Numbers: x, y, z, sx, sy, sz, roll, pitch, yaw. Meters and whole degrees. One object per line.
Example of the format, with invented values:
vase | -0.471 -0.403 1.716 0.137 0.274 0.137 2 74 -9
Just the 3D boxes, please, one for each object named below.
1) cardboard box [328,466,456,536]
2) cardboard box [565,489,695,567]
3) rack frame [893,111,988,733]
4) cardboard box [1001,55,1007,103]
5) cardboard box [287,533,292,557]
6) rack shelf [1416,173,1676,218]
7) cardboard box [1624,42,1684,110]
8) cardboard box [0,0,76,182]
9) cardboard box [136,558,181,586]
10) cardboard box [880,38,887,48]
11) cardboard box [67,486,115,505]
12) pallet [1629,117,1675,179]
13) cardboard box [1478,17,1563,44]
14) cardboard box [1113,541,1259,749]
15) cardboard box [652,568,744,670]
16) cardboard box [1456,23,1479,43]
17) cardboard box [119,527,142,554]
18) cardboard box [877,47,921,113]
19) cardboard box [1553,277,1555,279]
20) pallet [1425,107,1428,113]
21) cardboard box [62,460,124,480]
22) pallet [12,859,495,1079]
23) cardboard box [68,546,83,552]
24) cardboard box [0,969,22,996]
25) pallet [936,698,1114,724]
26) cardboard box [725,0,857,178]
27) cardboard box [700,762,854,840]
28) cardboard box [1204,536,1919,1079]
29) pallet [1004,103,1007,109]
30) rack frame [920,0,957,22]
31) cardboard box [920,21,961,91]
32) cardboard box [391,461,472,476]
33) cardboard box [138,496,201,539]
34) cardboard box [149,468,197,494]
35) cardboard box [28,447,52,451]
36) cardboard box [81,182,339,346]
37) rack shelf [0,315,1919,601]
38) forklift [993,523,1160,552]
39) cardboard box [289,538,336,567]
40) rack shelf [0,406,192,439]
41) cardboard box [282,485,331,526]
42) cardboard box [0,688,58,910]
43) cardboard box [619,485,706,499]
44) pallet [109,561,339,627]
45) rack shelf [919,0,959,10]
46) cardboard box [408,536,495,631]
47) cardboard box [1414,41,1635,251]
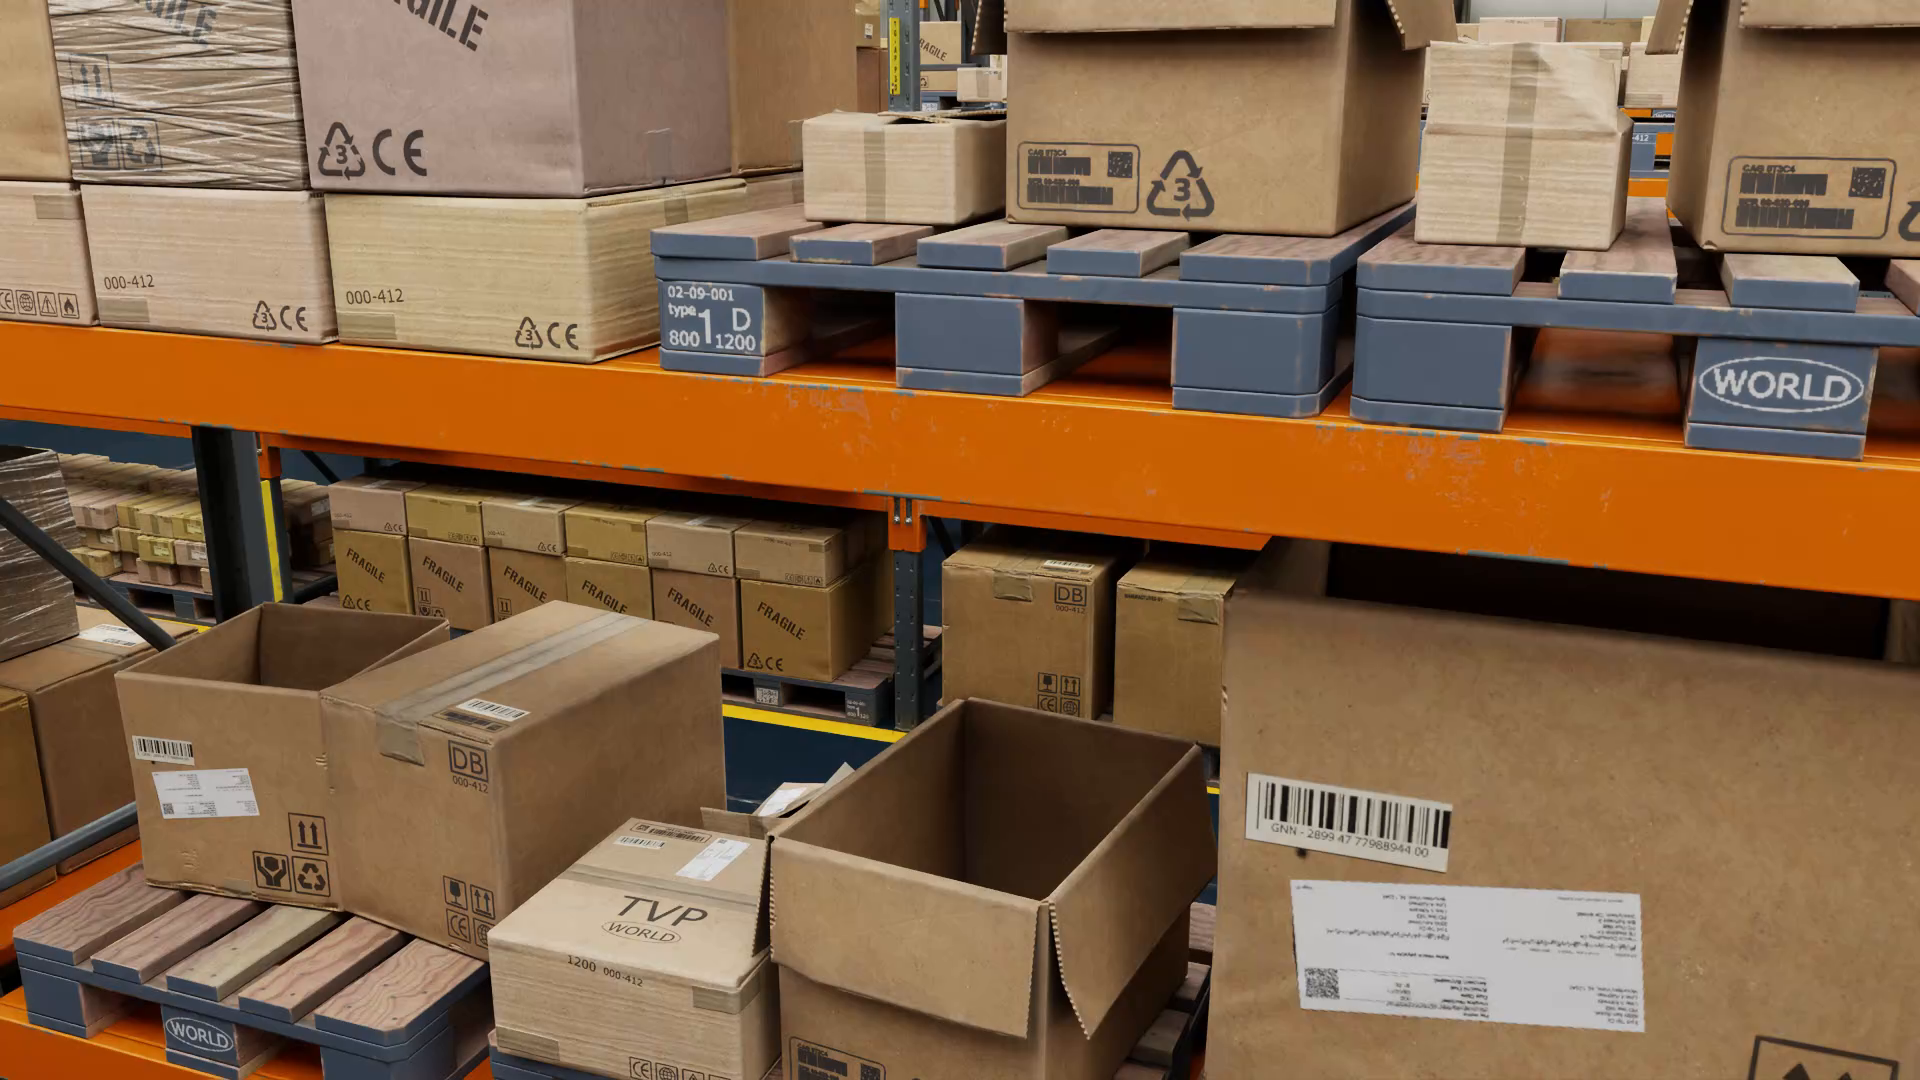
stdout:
cardboard box | -3.218 -0.229 9.467 0.500 0.250 0.500 5 17 18
cardboard box | -1.761 -0.071 8.922 0.500 0.250 0.500 7 17 22
rack frame | -0.088 -0.602 8.369 0.127 3.000 1.000 6 17 21
cardboard box | 0.505 -2.119 7.439 0.500 0.311 0.500 6 17 21
cardboard box | -4.218 0.063 9.903 0.250 0.149 0.380 7 17 22
rack shelf | 1.773 -1.493 7.346 4.000 0.370 1.077 6 17 21
cardboard box | 2.918 -1.842 6.595 0.500 0.250 0.500 6 17 21
cardboard box | -1.659 -0.940 3.076 0.500 0.500 0.500 6 17 21
cardboard box | -4.779 0.145 10.153 0.250 0.149 0.380 6 17 19
cardboard box | -0.826 -5.334 18.126 0.500 0.250 0.500 6 17 21
cardboard box | -5.475 -0.213 10.321 0.250 0.149 0.380 6 17 19
pallet | 2.763 -1.623 6.847 1.217 0.209 0.805 6 17 18
cardboard box | 3.813 -3.423 11.322 0.500 0.250 0.500 7 17 22
cardboard box | 1.260 0.450 8.024 0.750 0.750 1.050 7 17 21
cardboard box | -1.277 0.343 8.843 0.500 0.500 0.500 7 18 23
cardboard box | 4.984 -4.681 15.926 0.500 0.500 0.500 7 17 22
cardboard box | -4.927 -0.035 10.241 0.250 0.149 0.380 6 17 21
cardboard box | -0.521 -2.218 8.376 0.500 0.500 0.500 6 17 21
cardboard box | 3.902 -1.972 11.622 0.500 0.500 0.500 7 18 23
pallet | 3.855 -3.034 11.700 1.003 0.211 1.213 6 17 21
cardboard box | -5.751 -0.405 10.981 0.250 0.149 0.380 6 17 19
pallet | -1.299 0.811 3.844 1.003 0.211 1.213 6 17 21
cardboard box | -5.479 0.054 10.468 0.250 0.149 0.380 7 17 22
cardboard box | -2.636 1.416 4.473 0.875 0.875 1.225 5 17 18
pallet | 0.618 0.837 8.412 1.213 0.211 1.003 6 17 21
cardboard box | -0.530 -0.967 3.168 0.500 0.500 0.500 7 17 22
cardboard box | -0.351 0.637 3.587 0.258 0.266 0.396 6 17 19
cardboard box | 1.032 0.475 2.827 1.000 1.000 1.000 6 17 21
pallet | 1.016 -3.299 12.614 1.003 0.211 1.213 7 18 23
rack frame | -0.269 -6.475 17.835 0.127 3.000 1.000 6 17 21
cardboard box | -0.111 -3.692 12.698 0.500 0.500 0.500 6 17 21
cardboard box | -3.023 -0.362 9.927 0.500 0.250 0.500 6 17 19
cardboard box | -4.721 -0.138 10.063 0.250 0.149 0.380 6 17 20
cardboard box | -4.999 -0.344 10.770 0.250 0.149 0.380 7 17 22
cardboard box | -6.444 -0.517 11.366 0.250 0.149 0.380 6 17 19
cardboard box | -1.180 -0.528 3.002 0.500 0.250 0.500 7 17 22
rack shelf | -0.141 -0.217 2.951 4.000 0.370 1.077 6 17 21
forklift | 1.676 -1.026 9.950 3.031 2.935 1.130 12 20 36
cardboard box | -4.029 0.035 10.532 0.250 0.149 0.380 5 17 18
rack shelf | -5.669 -0.871 10.583 4.000 0.370 1.077 6 17 21
cardboard box | -4.053 -0.219 10.341 0.250 0.149 0.380 7 18 23
cardboard box | -2.551 0.639 3.912 0.500 0.500 0.500 7 18 22
cardboard box | -1.568 -0.203 9.378 0.500 0.250 0.500 6 17 21
pallet | -4.446 0.268 10.372 1.213 0.211 1.003 6 17 21
rack shelf | 1.592 -5.732 17.287 4.000 0.370 1.077 6 17 21
cardboard box | -2.726 0.185 9.386 0.500 0.500 0.500 7 18 23
cardboard box | 0.808 -0.565 2.348 0.258 0.266 0.396 7 18 23
